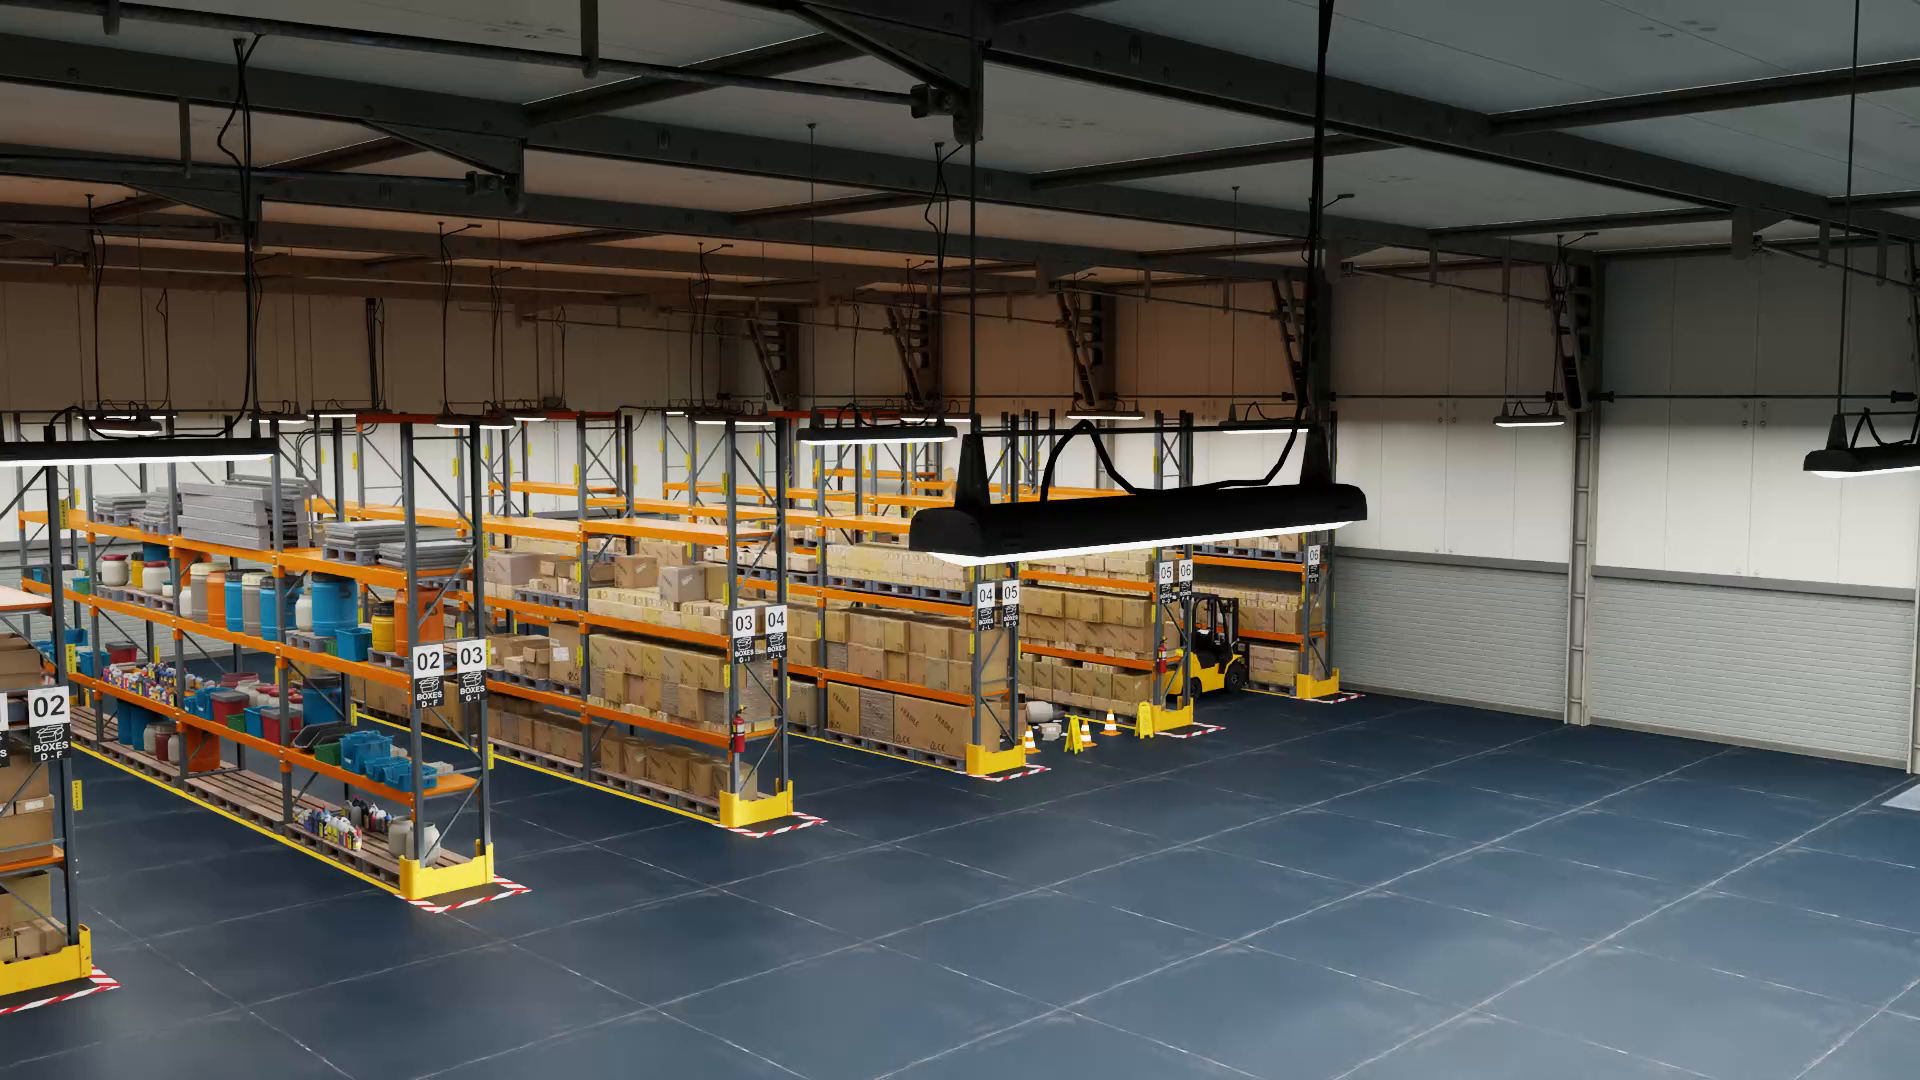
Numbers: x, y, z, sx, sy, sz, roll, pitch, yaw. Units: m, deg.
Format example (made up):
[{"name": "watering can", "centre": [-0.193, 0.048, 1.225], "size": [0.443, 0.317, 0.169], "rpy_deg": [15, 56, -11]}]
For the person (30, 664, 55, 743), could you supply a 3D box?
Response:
[{"name": "person", "centre": [-15.930, 2.963, 28.799], "size": [0.669, 1.730, 0.632], "rpy_deg": [-4, 6, -37]}]
